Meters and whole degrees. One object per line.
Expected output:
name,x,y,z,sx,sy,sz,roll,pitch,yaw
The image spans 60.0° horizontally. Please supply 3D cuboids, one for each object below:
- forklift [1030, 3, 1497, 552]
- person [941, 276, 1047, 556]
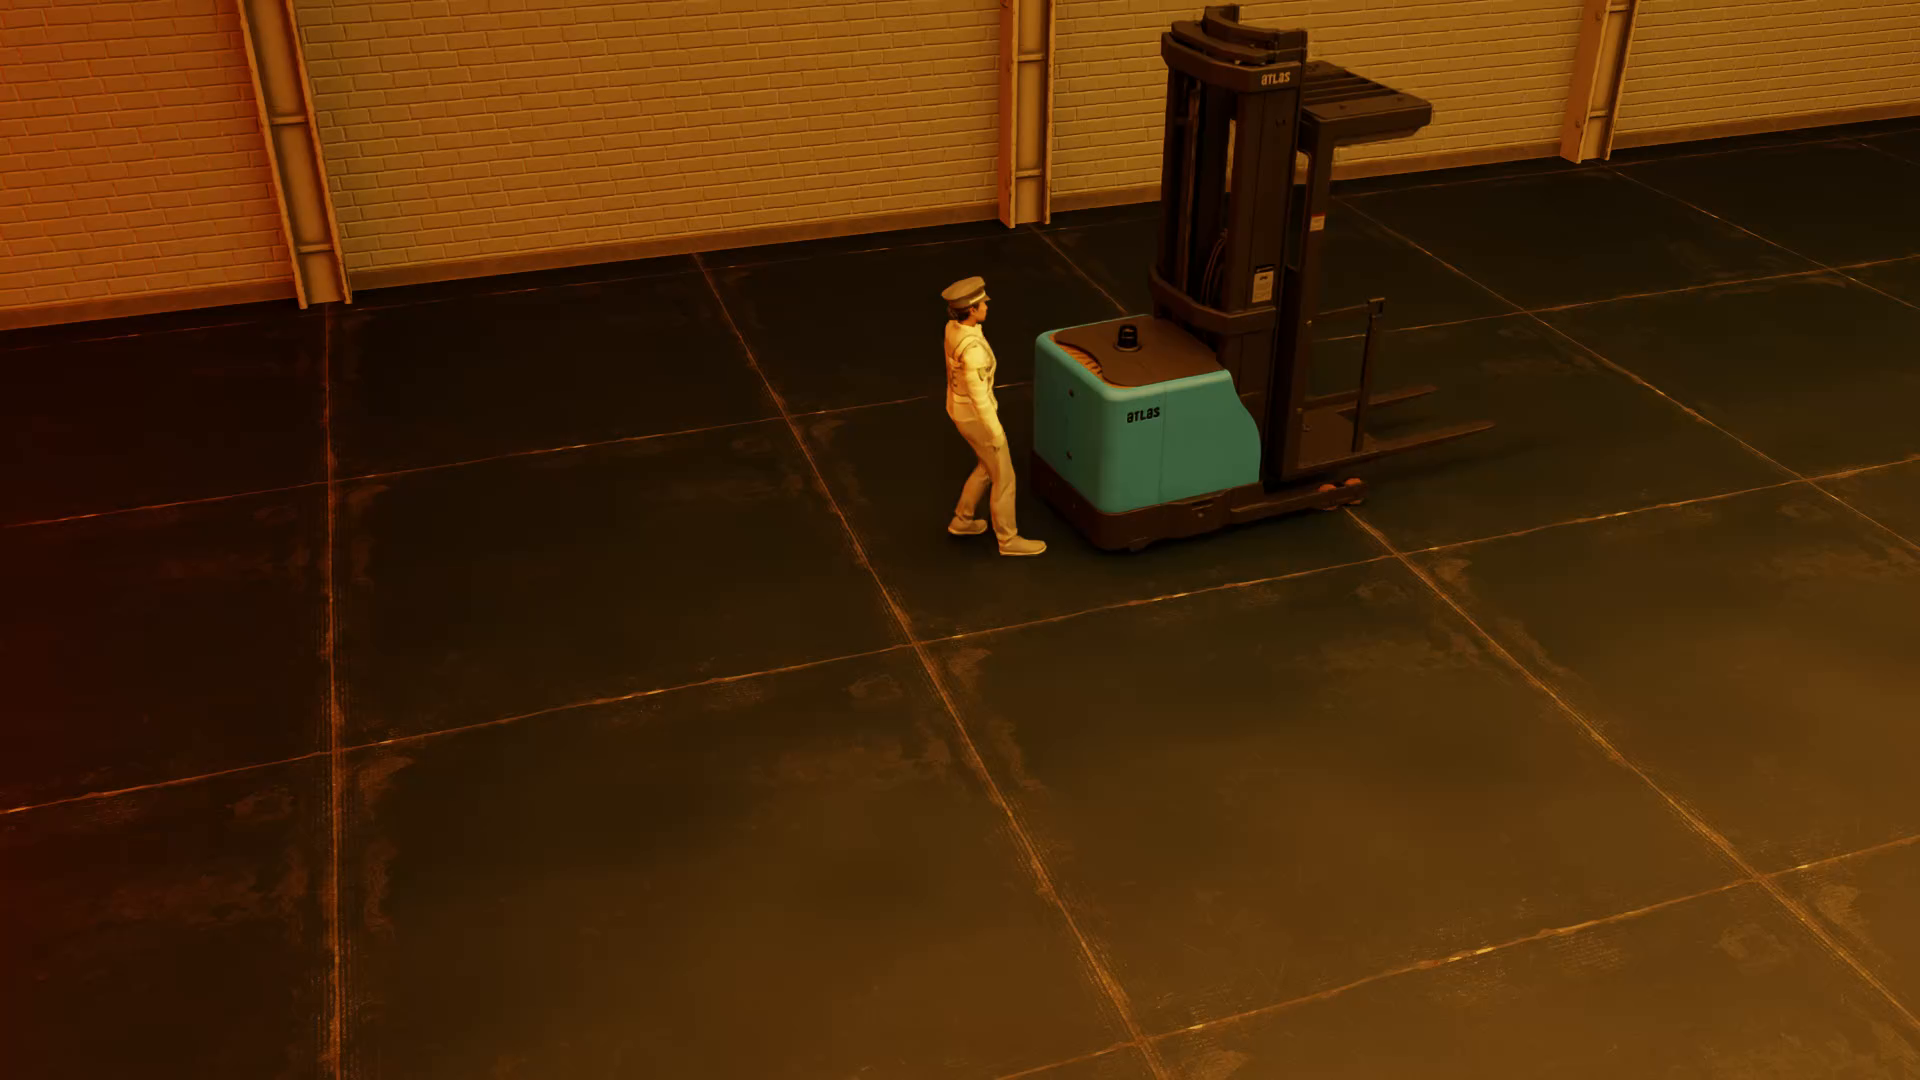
forklift,2.003,-1.678,10.003,3.031,2.935,1.130,-13,32,-21
person,0.187,-0.741,9.683,0.574,1.653,0.631,-5,30,-9
